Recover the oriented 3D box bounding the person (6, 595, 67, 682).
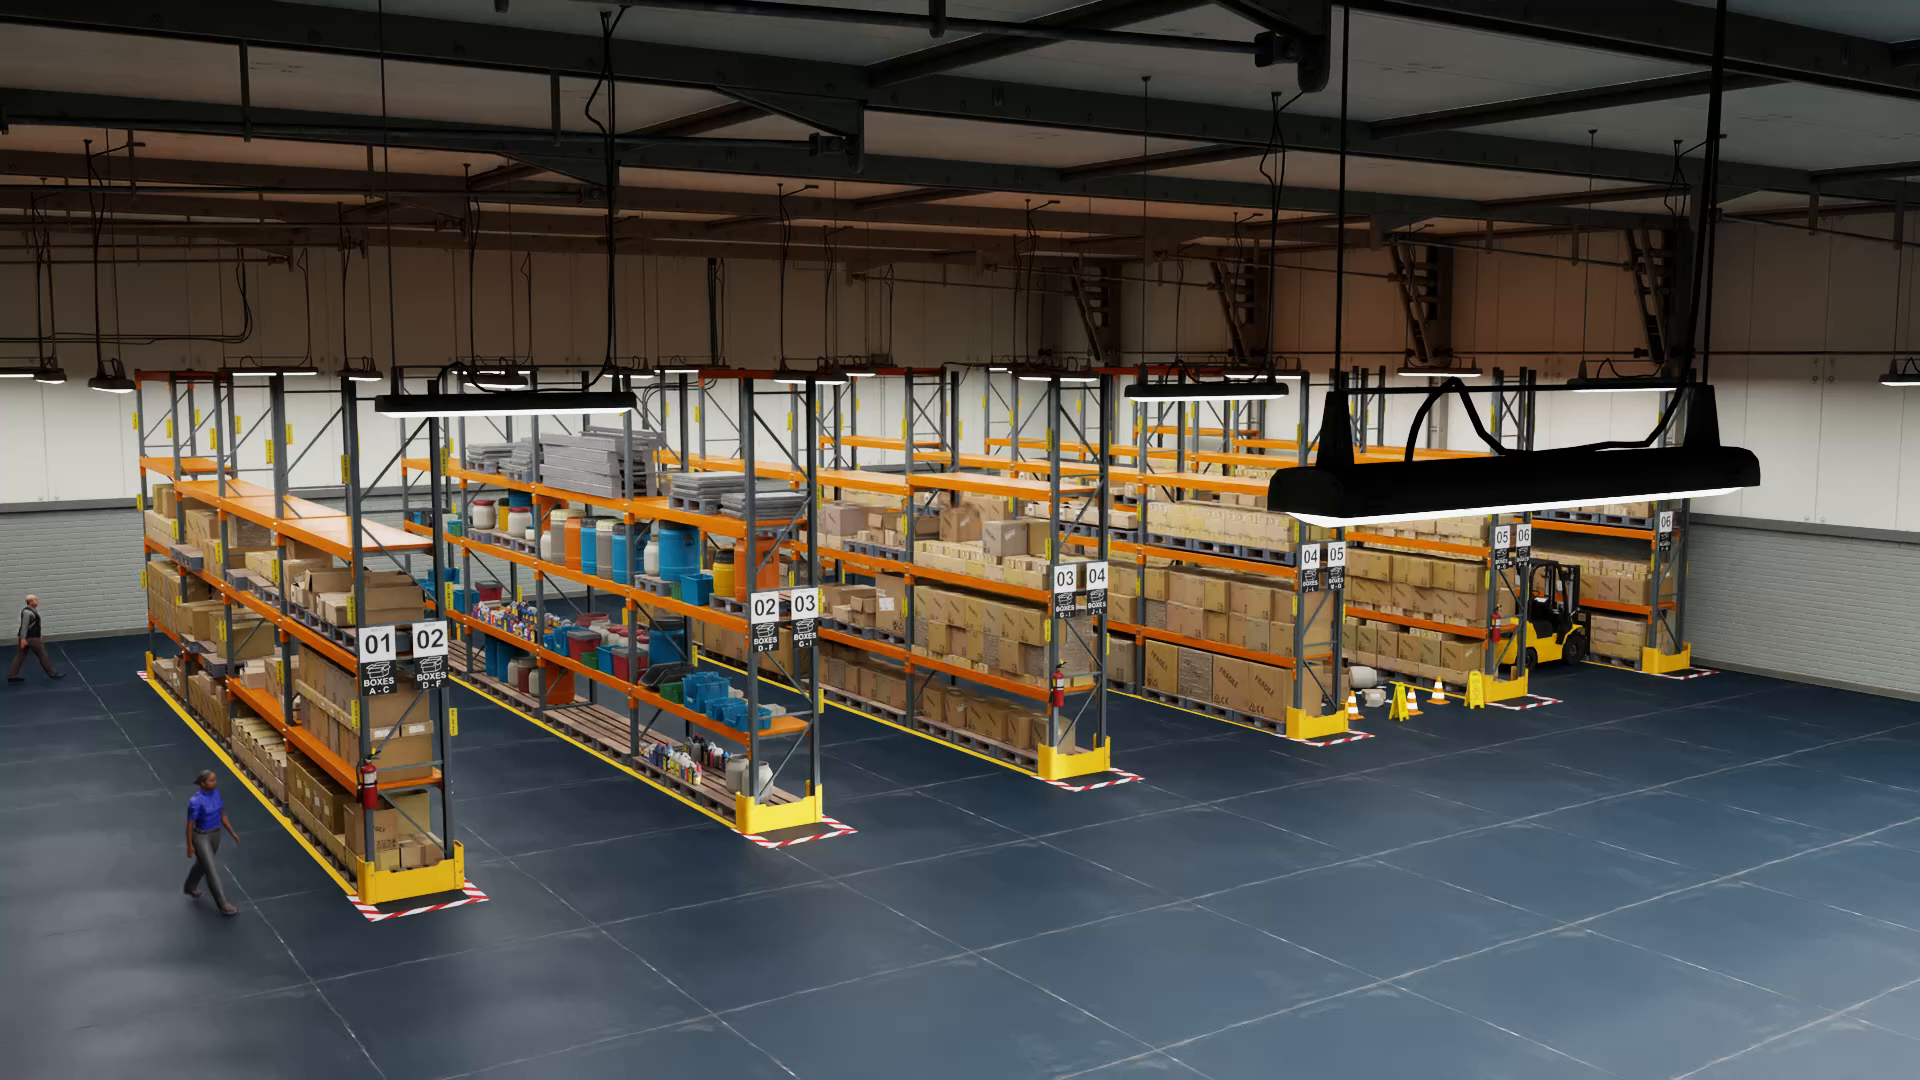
[{"bbox_3d":[-17.854,1.868,32.018,0.510,1.655,1.015,6,9,43],"label":"person"}]

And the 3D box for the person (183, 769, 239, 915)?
[{"bbox_3d":[-8.544,3.379,18.920,1.076,1.582,0.530,3,7,26],"label":"person"}]

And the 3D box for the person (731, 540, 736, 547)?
[{"bbox_3d":[-5.618,0.836,41.291,0.587,1.660,0.528,-1,7,-12],"label":"person"}]
